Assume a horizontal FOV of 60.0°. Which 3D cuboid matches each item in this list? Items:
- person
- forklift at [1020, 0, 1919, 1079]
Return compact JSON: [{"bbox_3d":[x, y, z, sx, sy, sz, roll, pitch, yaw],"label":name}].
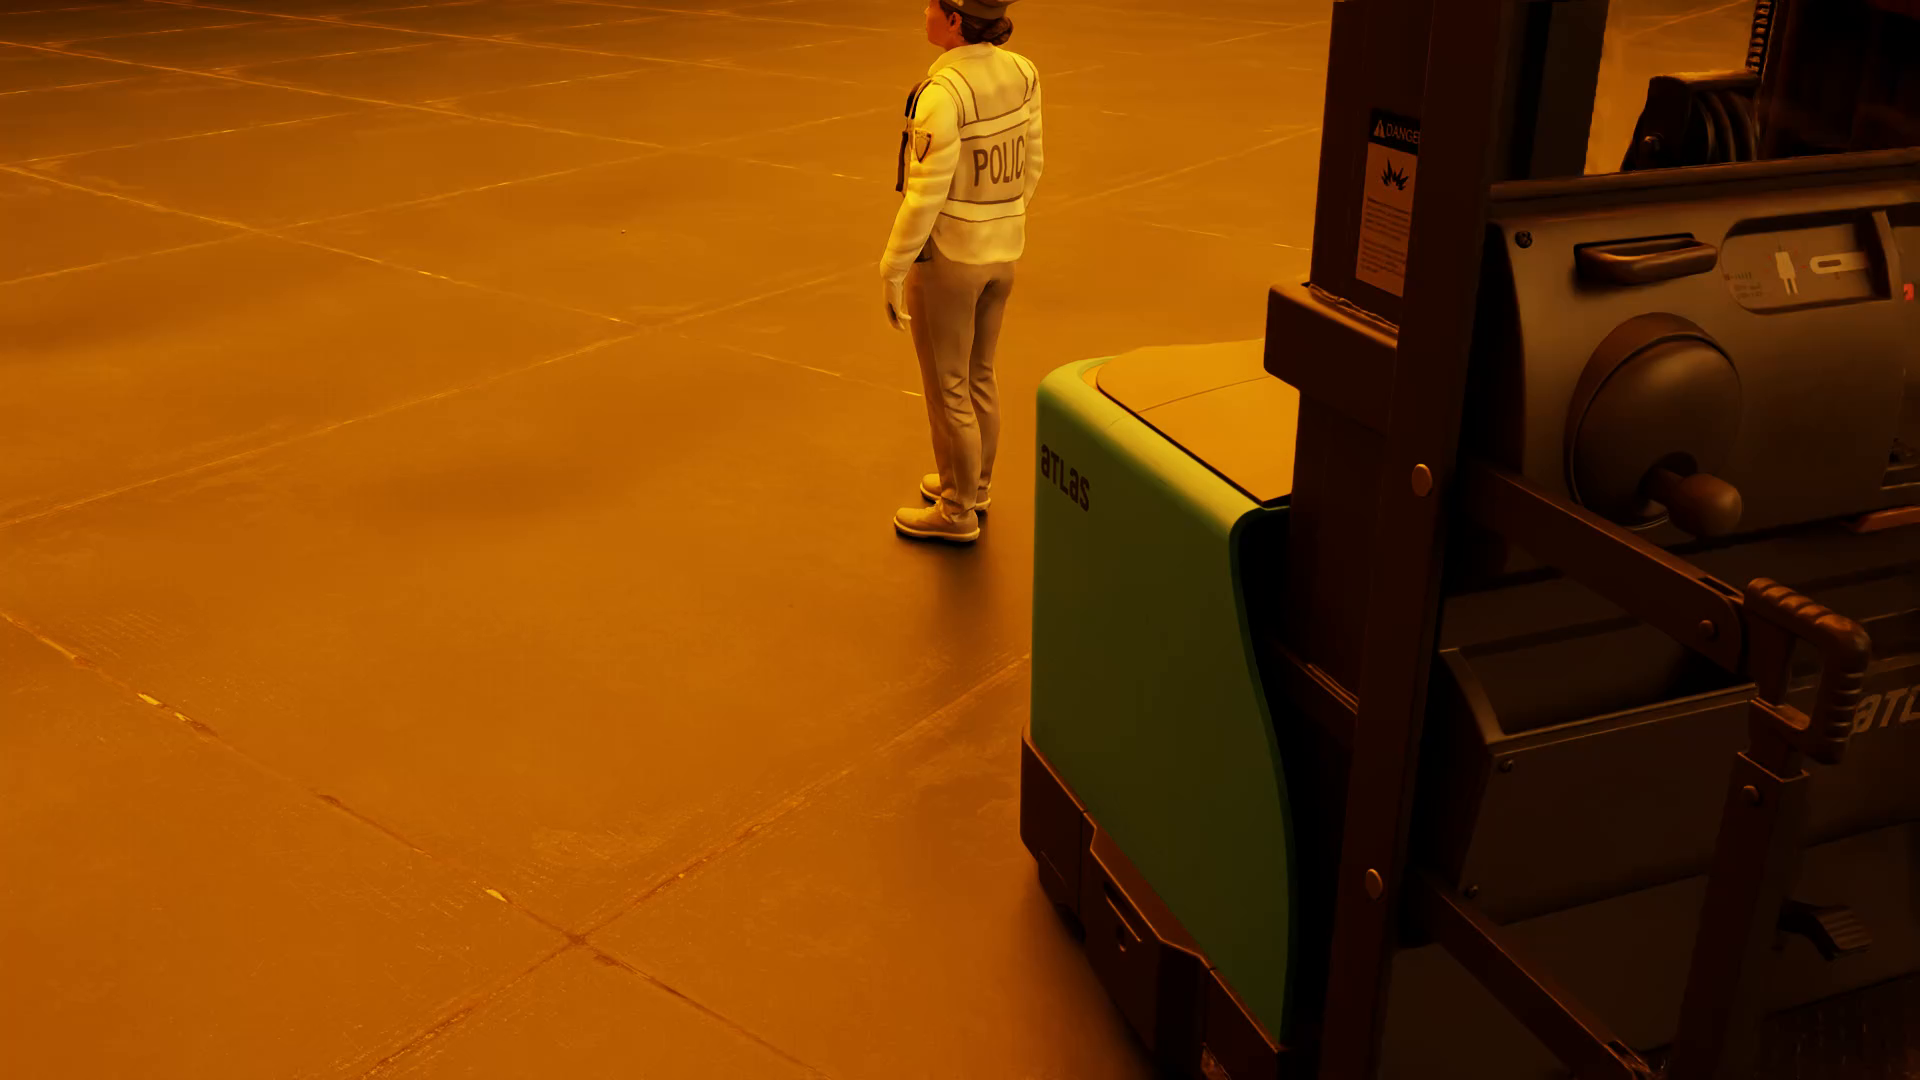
[{"bbox_3d":[-0.050,-0.803,4.717,0.532,1.694,0.586,17,29,34],"label":"person"},{"bbox_3d":[1.115,-0.206,1.804,1.130,2.935,3.031,-8,25,-19],"label":"forklift"}]
